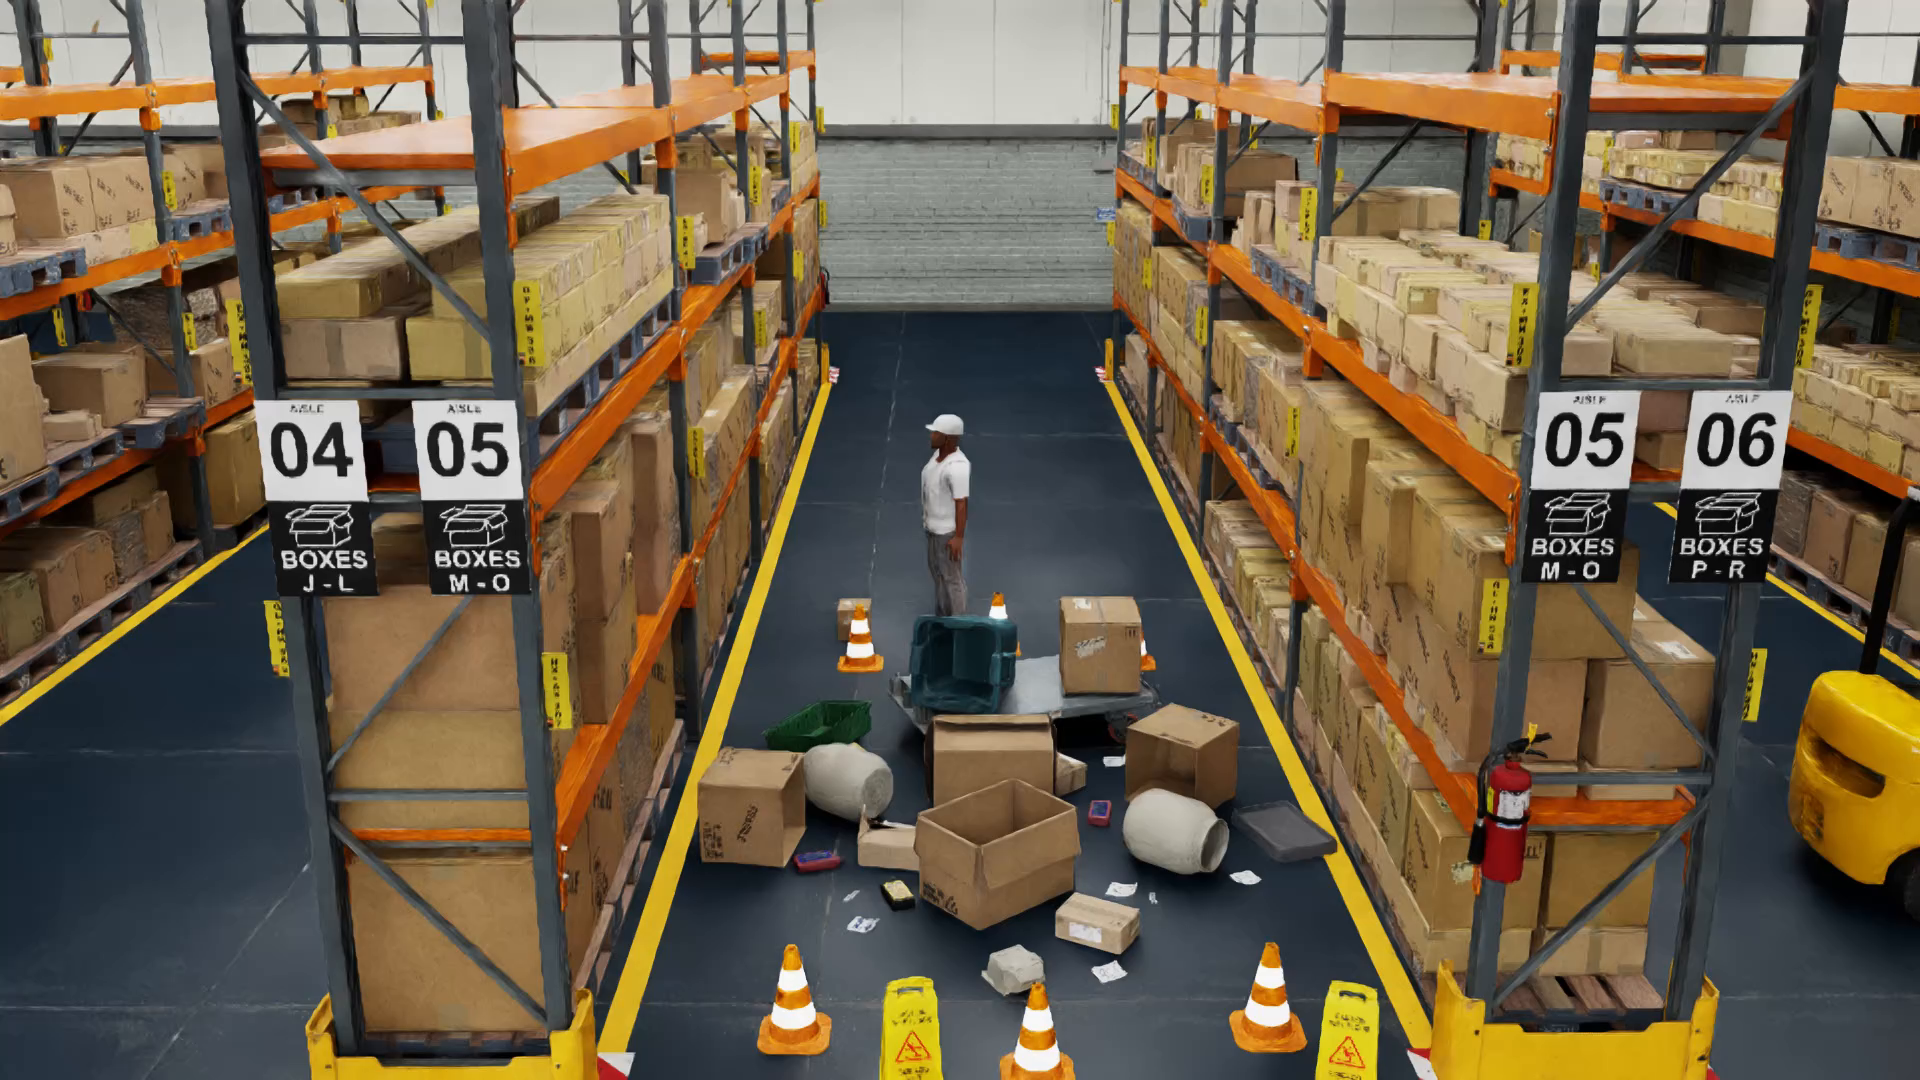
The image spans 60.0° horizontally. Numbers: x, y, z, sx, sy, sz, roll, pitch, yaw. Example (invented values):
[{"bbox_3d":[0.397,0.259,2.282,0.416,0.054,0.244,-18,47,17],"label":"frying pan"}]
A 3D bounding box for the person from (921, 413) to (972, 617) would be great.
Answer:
[{"bbox_3d":[-0.110,-0.100,12.778,0.379,1.769,0.665,-5,18,-17],"label":"person"}]
